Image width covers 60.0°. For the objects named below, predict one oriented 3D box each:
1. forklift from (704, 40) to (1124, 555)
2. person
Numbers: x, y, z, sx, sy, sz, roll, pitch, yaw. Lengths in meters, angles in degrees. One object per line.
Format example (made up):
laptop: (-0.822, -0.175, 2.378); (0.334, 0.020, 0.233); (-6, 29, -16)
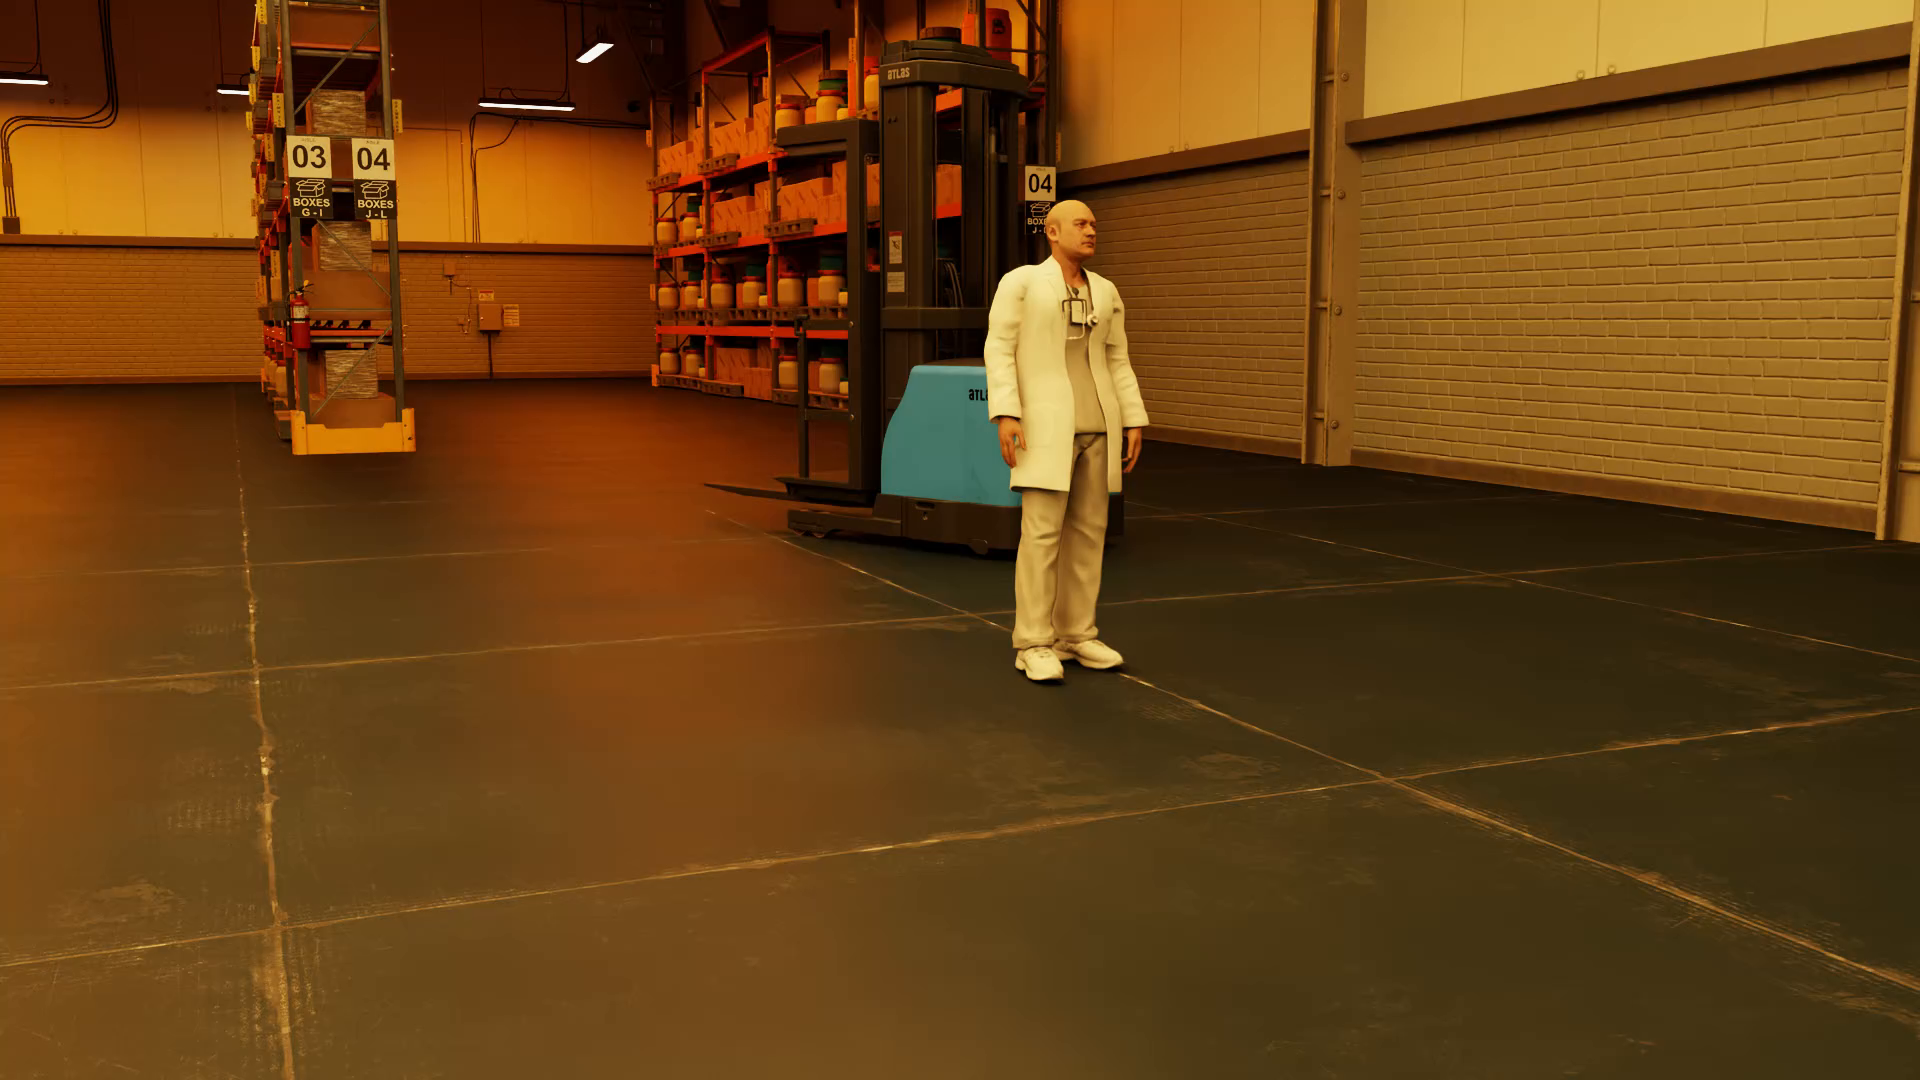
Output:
forklift: (-0.436, -1.509, 10.383); (3.031, 2.935, 1.130); (7, 10, 44)
person: (0.459, -0.397, 6.320); (0.693, 1.779, 0.575); (-4, 8, -27)
